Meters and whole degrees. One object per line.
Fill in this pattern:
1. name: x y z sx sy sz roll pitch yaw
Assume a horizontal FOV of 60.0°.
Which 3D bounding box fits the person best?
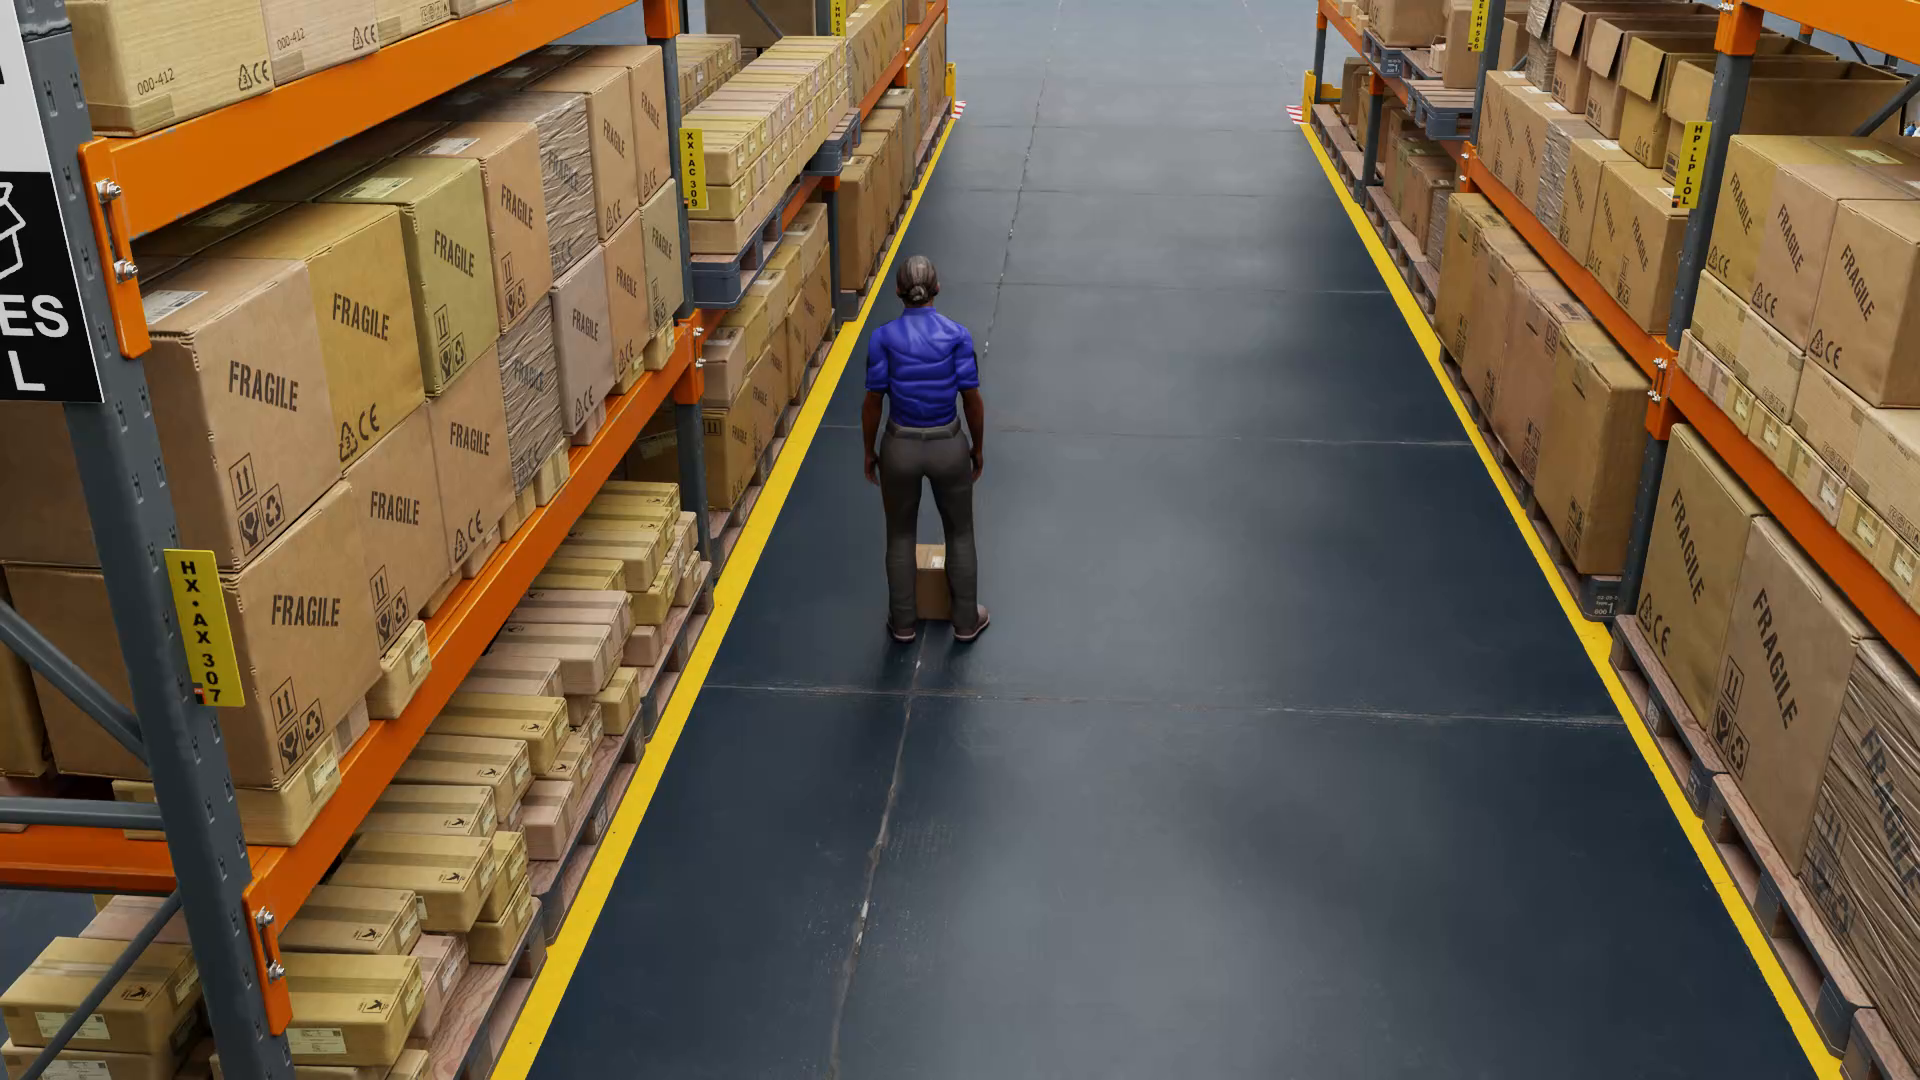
1. person: -0.135 -0.356 6.885 0.533 1.655 0.347 0 25 -1
